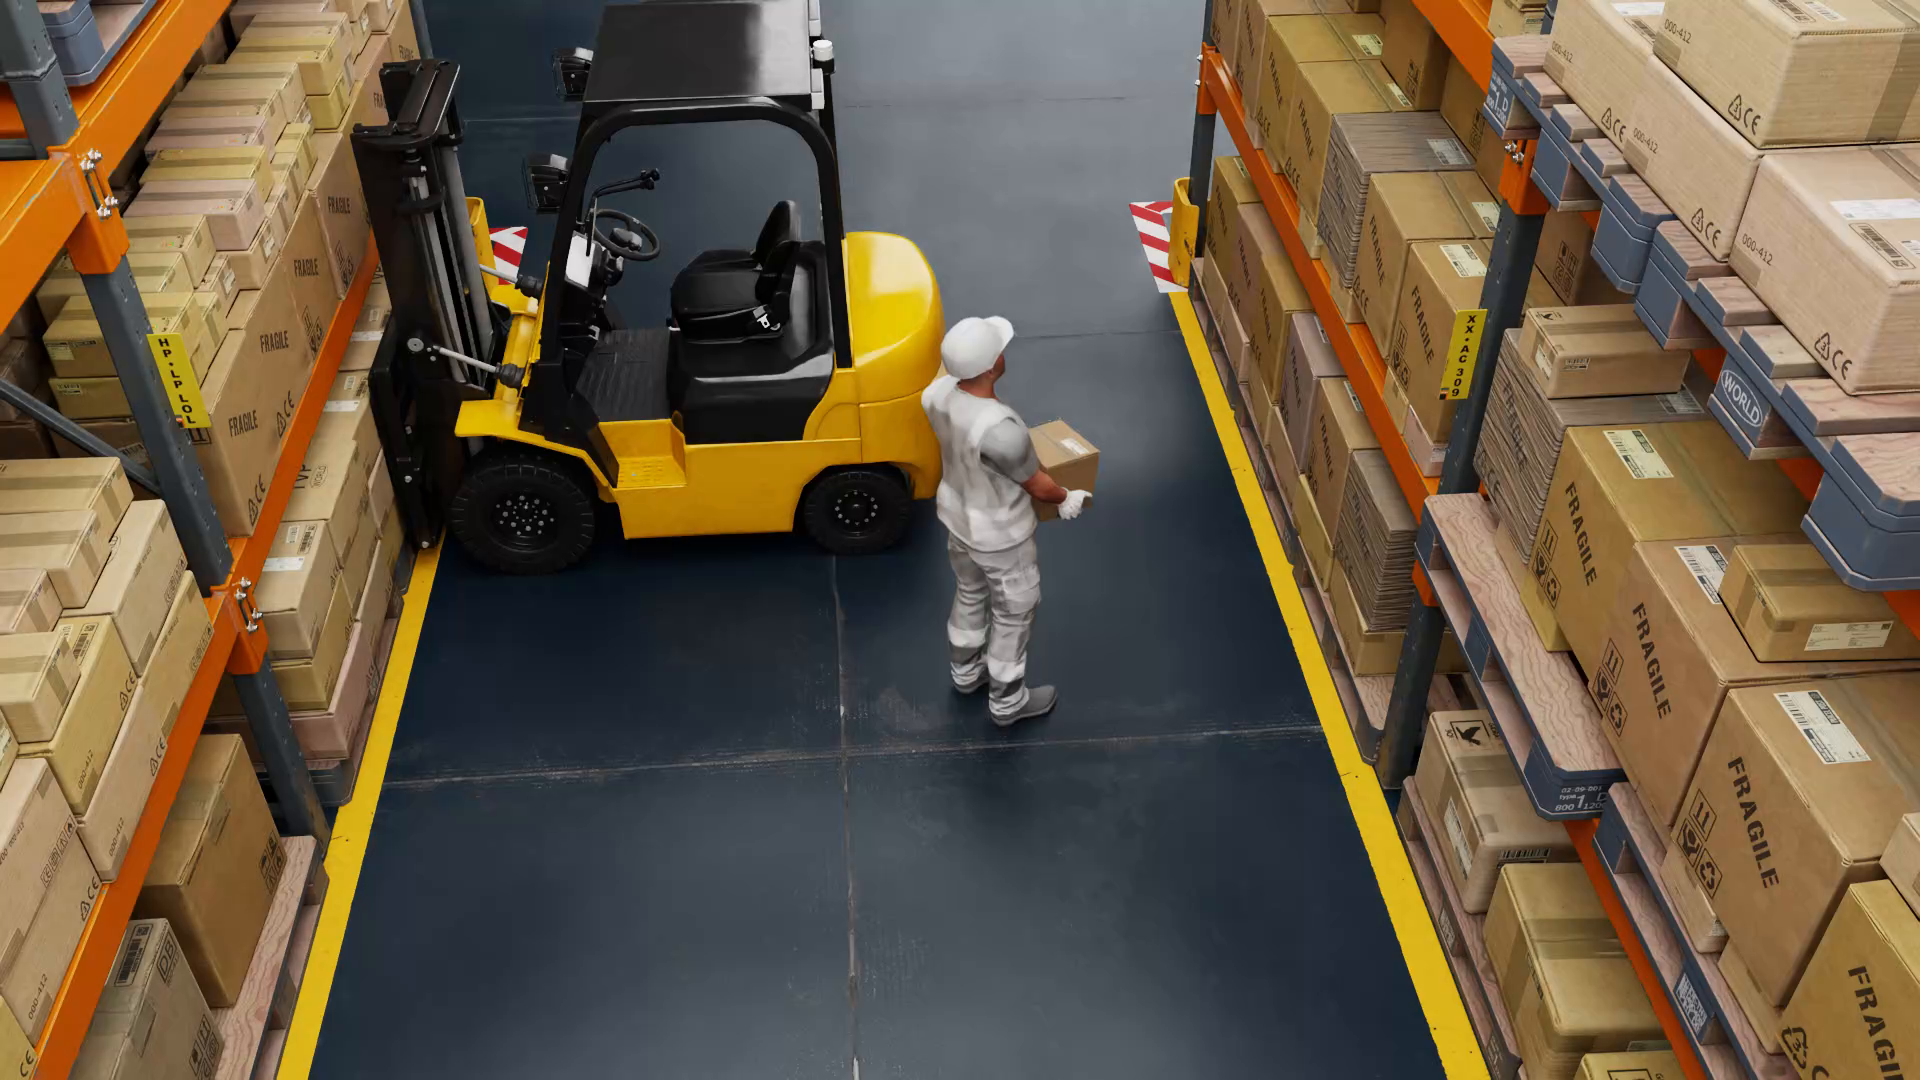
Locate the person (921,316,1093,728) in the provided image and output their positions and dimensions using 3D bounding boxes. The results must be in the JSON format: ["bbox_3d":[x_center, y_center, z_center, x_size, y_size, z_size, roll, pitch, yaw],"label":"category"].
[{"bbox_3d":[0.181,-0.098,6.254,0.562,1.792,0.506,-23,44,-26],"label":"person"}]
